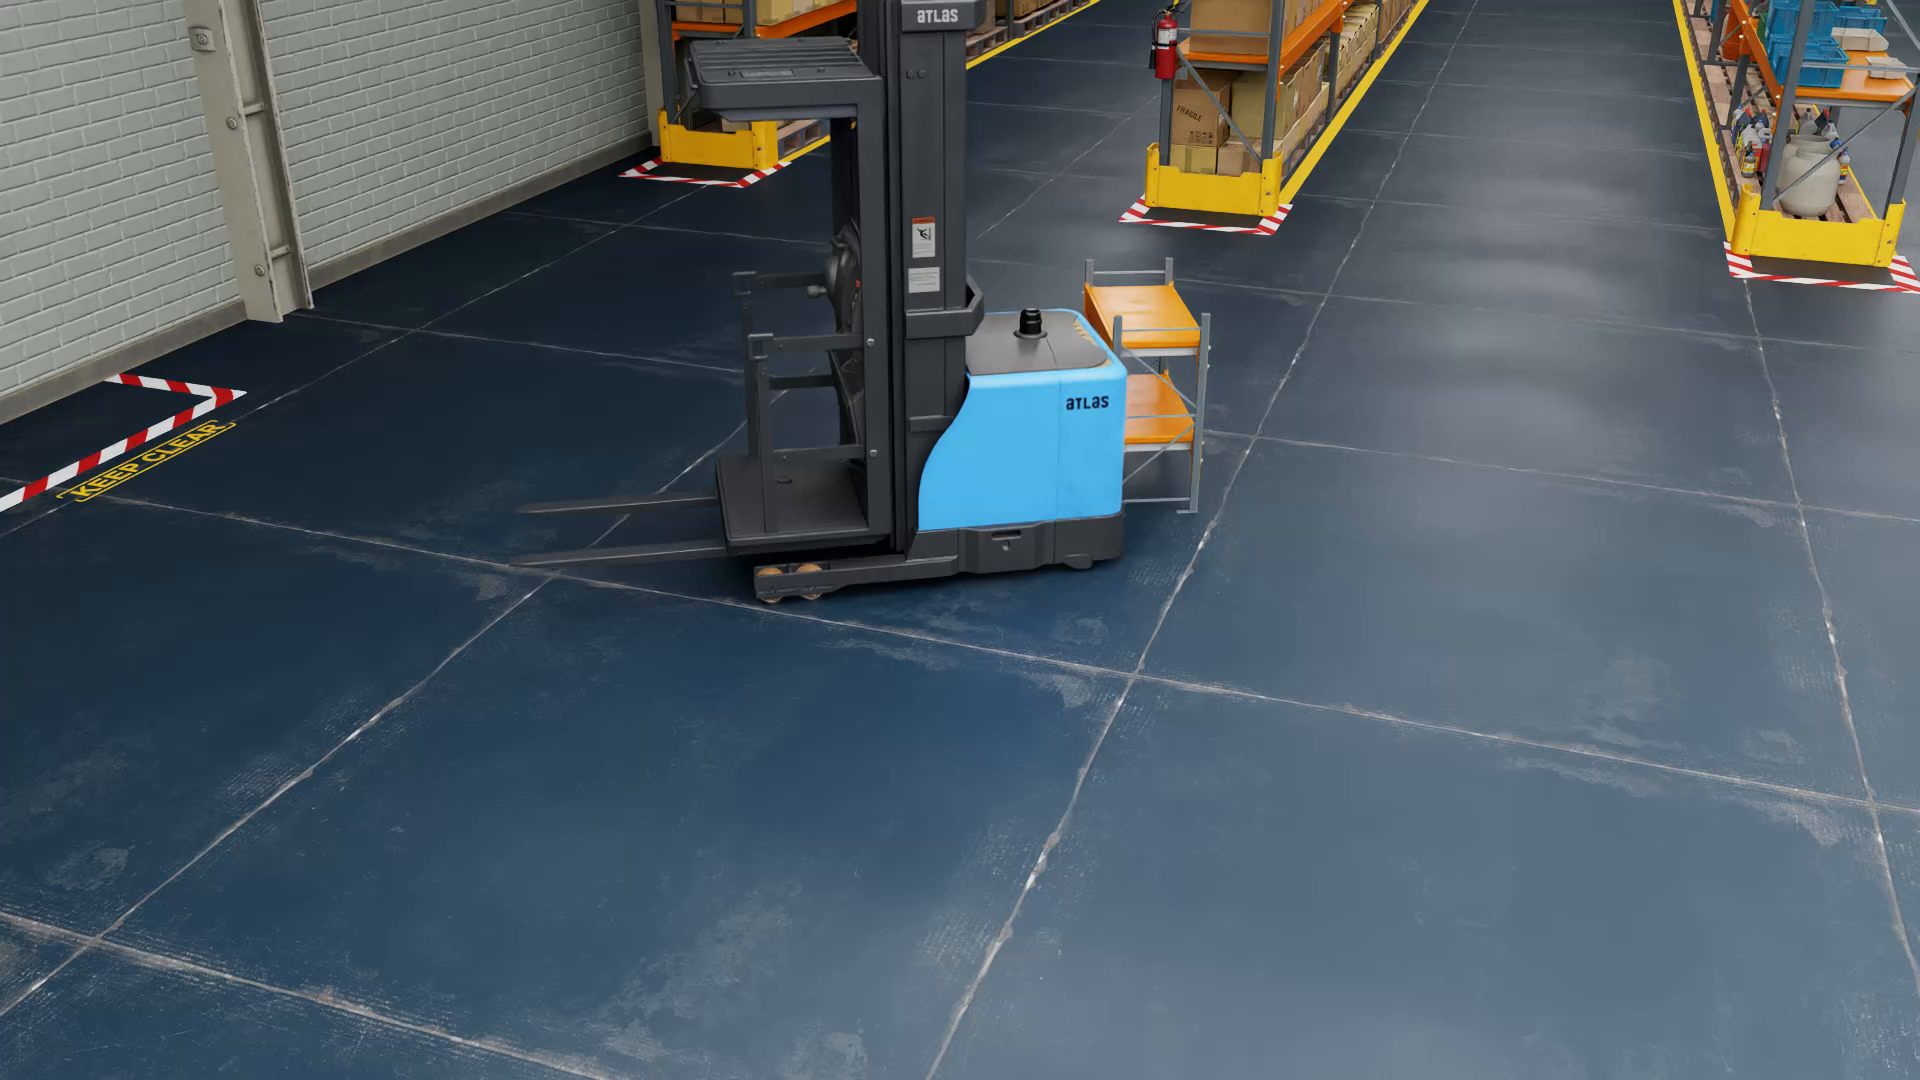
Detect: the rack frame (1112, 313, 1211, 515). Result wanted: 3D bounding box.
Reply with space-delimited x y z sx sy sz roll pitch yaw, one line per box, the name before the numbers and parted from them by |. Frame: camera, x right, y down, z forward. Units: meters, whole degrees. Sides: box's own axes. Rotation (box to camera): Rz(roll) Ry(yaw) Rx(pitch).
rack frame | 1.041 -0.652 8.806 0.500 1.125 0.032 -2 26 -4

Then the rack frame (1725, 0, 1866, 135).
rack frame | 8.263 -5.277 16.207 1.000 3.000 0.127 9 27 17

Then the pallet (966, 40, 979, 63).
pallet | -0.418 -6.282 21.482 1.003 0.211 1.213 9 27 17

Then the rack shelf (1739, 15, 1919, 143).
rack shelf | 7.597 -4.131 14.666 1.077 0.370 4.000 9 27 17

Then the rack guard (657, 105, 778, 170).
rack guard | -2.385 -3.976 16.389 1.175 0.500 0.348 9 27 17

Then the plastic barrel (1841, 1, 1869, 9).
plastic barrel | 8.677 -5.618 16.335 0.600 0.901 0.708 9 27 17

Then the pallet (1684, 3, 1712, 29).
pallet | 11.133 -7.617 24.241 1.003 0.211 1.213 9 27 17

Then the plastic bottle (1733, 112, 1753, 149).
plastic bottle | 7.540 -3.934 15.968 0.144 0.351 0.185 8 27 15

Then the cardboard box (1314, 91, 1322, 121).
cardboard box | 3.469 -4.522 17.321 0.500 0.250 0.500 9 27 17

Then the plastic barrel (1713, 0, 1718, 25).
plastic barrel | 10.492 -7.297 22.305 0.600 0.901 0.708 9 27 17

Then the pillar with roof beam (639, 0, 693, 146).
pillar with roof beam | 1.066 -7.559 14.036 9.100 9.000 0.400 9 27 17

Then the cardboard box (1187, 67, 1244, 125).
cardboard box | 2.479 -4.319 16.041 0.500 0.500 0.500 9 27 17

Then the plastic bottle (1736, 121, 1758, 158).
plastic bottle | 7.399 -3.759 15.607 0.144 0.351 0.185 9 27 17

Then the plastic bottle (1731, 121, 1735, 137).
plastic bottle | 7.676 -4.065 16.409 0.097 0.201 0.097 0 26 0

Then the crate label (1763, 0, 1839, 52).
crate label | 7.289 -4.445 14.448 0.502 0.435 0.616 9 27 17

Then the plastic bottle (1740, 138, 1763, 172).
plastic bottle | 7.239 -3.523 15.206 0.152 0.276 0.135 9 27 18

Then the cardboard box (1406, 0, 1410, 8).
cardboard box | 6.361 -8.113 24.428 0.500 0.500 0.500 9 27 17

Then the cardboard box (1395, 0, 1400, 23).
cardboard box | 5.854 -7.496 23.153 0.500 0.500 0.500 8 27 16

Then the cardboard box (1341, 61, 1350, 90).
cardboard box | 4.132 -5.288 18.903 0.500 0.250 0.500 9 27 19

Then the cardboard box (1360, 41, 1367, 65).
cardboard box | 4.641 -5.922 20.213 0.500 0.250 0.500 9 27 19

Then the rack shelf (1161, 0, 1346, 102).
rack shelf | 2.928 -4.851 16.153 1.077 0.370 4.000 9 27 17

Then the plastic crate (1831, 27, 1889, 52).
plastic crate | 7.961 -4.454 14.811 0.530 0.136 0.437 9 27 17

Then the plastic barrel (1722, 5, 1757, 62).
plastic barrel | 9.741 -6.337 20.404 0.600 0.830 0.708 9 27 17

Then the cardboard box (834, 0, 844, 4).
cardboard box | -1.444 -5.797 17.431 0.500 0.250 0.500 9 27 18

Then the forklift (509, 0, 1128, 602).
forklift | -0.742 -1.265 8.000 3.031 2.935 1.130 -5 26 -10

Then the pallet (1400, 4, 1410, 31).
pallet | 6.020 -7.690 24.390 1.003 0.211 1.213 9 27 17

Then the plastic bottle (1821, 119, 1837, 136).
plastic bottle | 8.149 -3.765 15.619 0.144 0.351 0.185 9 27 17

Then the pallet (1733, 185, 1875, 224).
pallet | 7.188 -2.749 14.186 1.003 0.211 1.213 9 27 17

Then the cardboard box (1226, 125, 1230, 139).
cardboard box | 2.317 -3.775 15.778 0.500 0.250 0.500 9 27 17

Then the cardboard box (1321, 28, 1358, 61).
cardboard box | 4.308 -5.752 19.219 0.500 0.311 0.500 8 27 16

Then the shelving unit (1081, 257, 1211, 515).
shelving unit | 1.003 -0.873 9.262 0.538 1.125 1.048 -2 26 -4

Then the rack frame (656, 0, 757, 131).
rack frame | -2.411 -5.070 15.779 1.000 3.000 0.127 9 27 17

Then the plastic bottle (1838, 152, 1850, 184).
plastic bottle | 7.829 -3.303 14.756 0.097 0.271 0.097 0 26 0

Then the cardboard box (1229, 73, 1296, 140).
cardboard box | 2.815 -4.036 15.457 0.500 0.500 0.500 9 27 17

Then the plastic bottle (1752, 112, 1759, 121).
plastic bottle | 7.762 -4.033 16.250 0.061 0.283 0.133 9 27 17

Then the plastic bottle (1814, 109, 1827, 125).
plastic bottle | 8.320 -3.976 16.056 0.144 0.351 0.185 8 27 16

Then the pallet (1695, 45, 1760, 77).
pallet | 9.817 -5.996 20.892 1.003 0.211 1.213 9 27 17

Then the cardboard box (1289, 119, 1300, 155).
cardboard box | 2.980 -3.904 16.045 0.500 0.250 0.500 9 27 17

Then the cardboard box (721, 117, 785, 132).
cardboard box | -2.096 -4.329 16.830 0.500 0.311 0.500 6 26 12

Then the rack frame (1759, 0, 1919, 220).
rack frame | 6.932 -3.633 12.812 1.000 3.000 0.127 9 27 17

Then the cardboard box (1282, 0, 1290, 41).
cardboard box | 2.600 -4.805 15.117 0.700 0.500 0.500 9 27 19

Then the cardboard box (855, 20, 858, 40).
cardboard box | -0.850 -6.092 20.253 0.700 0.500 0.500 10 27 19

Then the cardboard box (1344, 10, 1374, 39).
cardboard box | 4.815 -6.379 20.513 0.500 0.311 0.500 8 27 17

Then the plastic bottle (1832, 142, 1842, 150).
plastic bottle | 7.976 -3.485 15.132 0.097 0.271 0.097 0 26 0

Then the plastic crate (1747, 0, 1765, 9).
plastic crate | 8.135 -5.549 16.696 0.402 0.464 0.583 9 27 17

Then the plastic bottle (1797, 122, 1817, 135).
plastic bottle | 8.108 -3.875 15.932 0.152 0.276 0.135 9 27 17

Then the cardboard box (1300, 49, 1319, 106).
cardboard box | 3.305 -4.654 16.733 0.500 0.500 0.500 9 27 17

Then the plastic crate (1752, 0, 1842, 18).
plastic crate | 7.969 -5.053 15.814 0.767 0.338 0.504 9 27 17

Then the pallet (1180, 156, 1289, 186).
pallet | 2.477 -3.419 15.568 1.003 0.211 1.213 9 27 17

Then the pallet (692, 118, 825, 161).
pallet | -2.082 -4.175 17.131 1.003 0.211 1.213 9 27 17

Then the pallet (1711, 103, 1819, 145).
pallet | 8.488 -4.350 17.493 1.003 0.211 1.213 9 27 17

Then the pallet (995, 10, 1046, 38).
pallet | 0.585 -7.416 23.824 1.003 0.211 1.213 9 27 17

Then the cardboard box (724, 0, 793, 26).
cardboard box | -1.949 -5.166 16.127 0.500 0.250 0.500 8 27 16

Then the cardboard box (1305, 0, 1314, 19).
cardboard box | 3.111 -5.435 16.419 0.700 0.500 0.500 9 27 18

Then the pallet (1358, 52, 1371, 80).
pallet | 4.613 -6.053 21.010 1.003 0.211 1.213 9 27 17

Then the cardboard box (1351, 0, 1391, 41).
cardboard box | 5.345 -6.859 21.839 0.500 0.500 0.500 10 28 20
